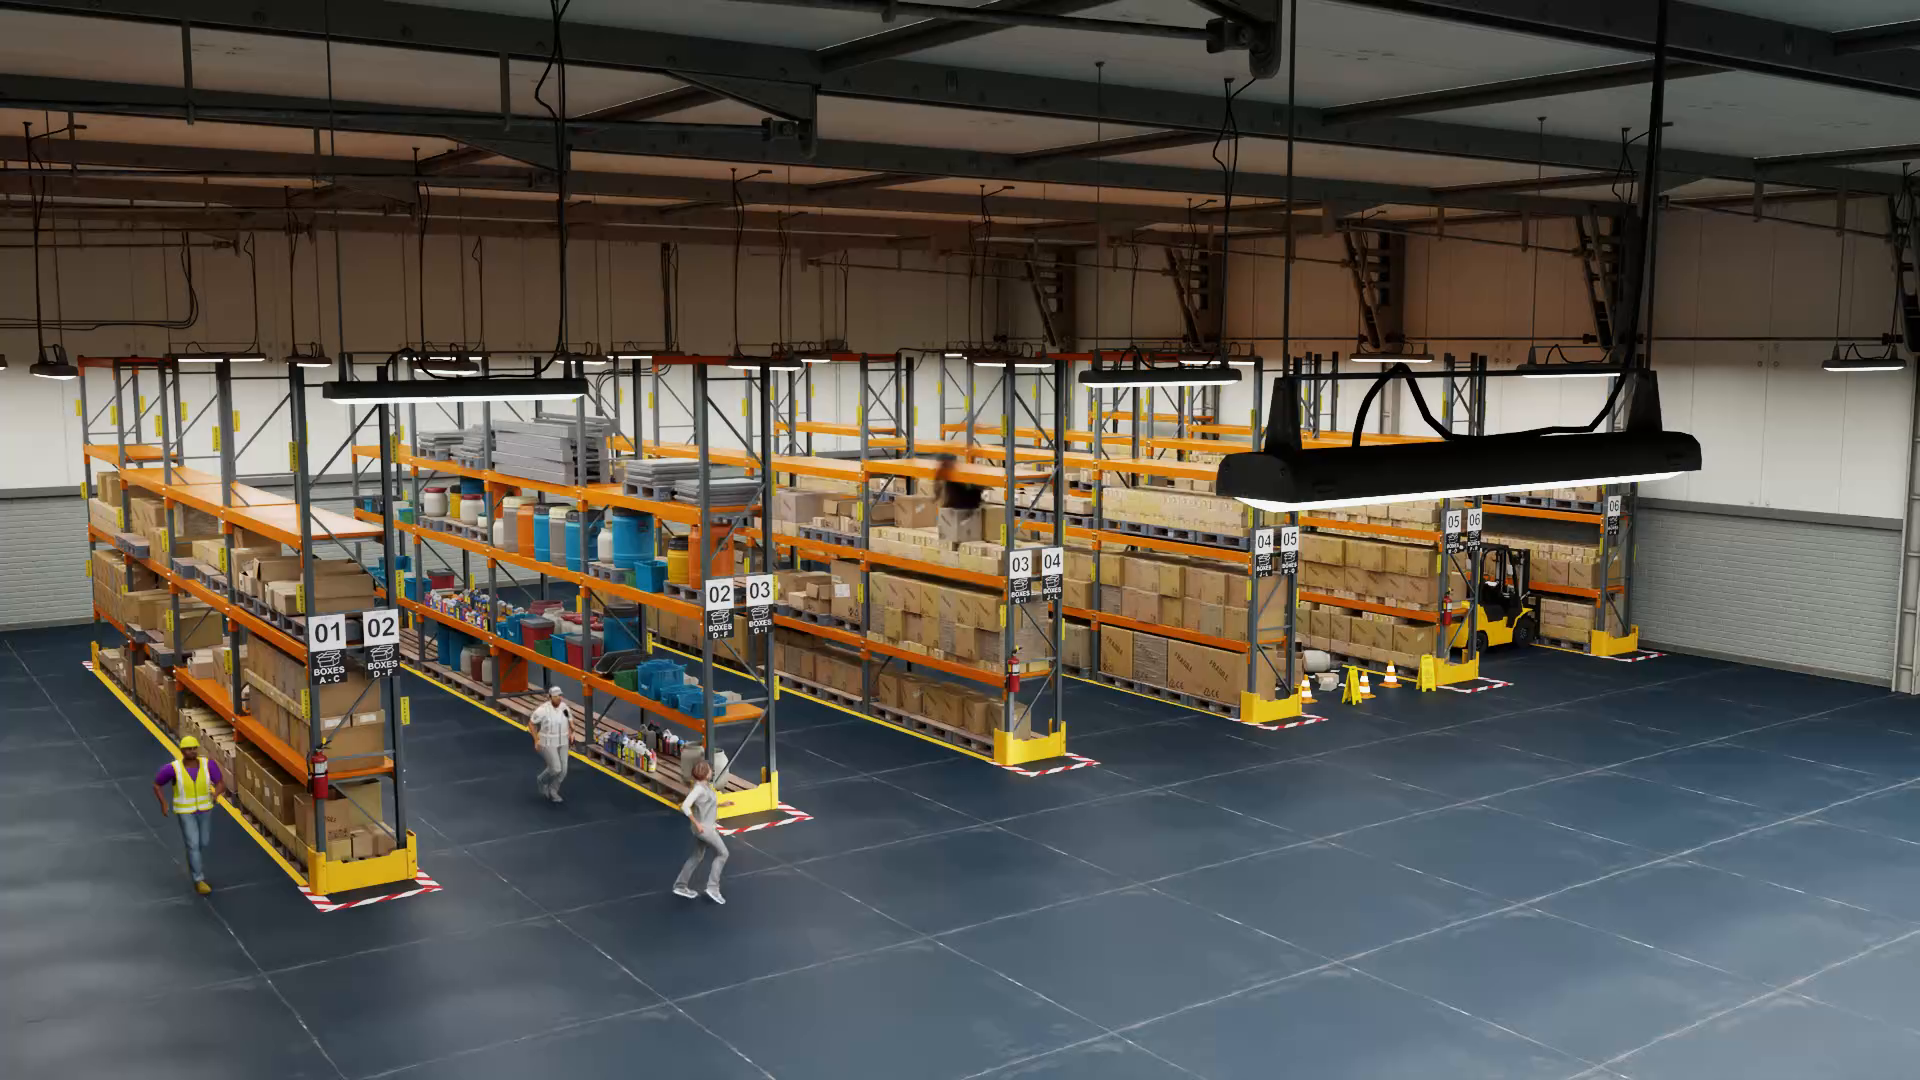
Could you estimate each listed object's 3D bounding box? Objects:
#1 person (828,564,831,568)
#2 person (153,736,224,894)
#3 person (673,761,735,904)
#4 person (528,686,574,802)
[{"bbox_3d":[-2.584,1.271,34.780,0.621,1.670,0.888,-6,9,-41],"label":"person"},{"bbox_3d":[-8.865,3.120,19.206,0.723,1.751,0.959,-6,9,-41],"label":"person"},{"bbox_3d":[-2.874,3.290,18.657,0.706,1.621,0.505,-2,7,-14],"label":"person"},{"bbox_3d":[-5.509,2.789,22.663,0.592,1.616,0.588,-6,9,-42],"label":"person"}]
